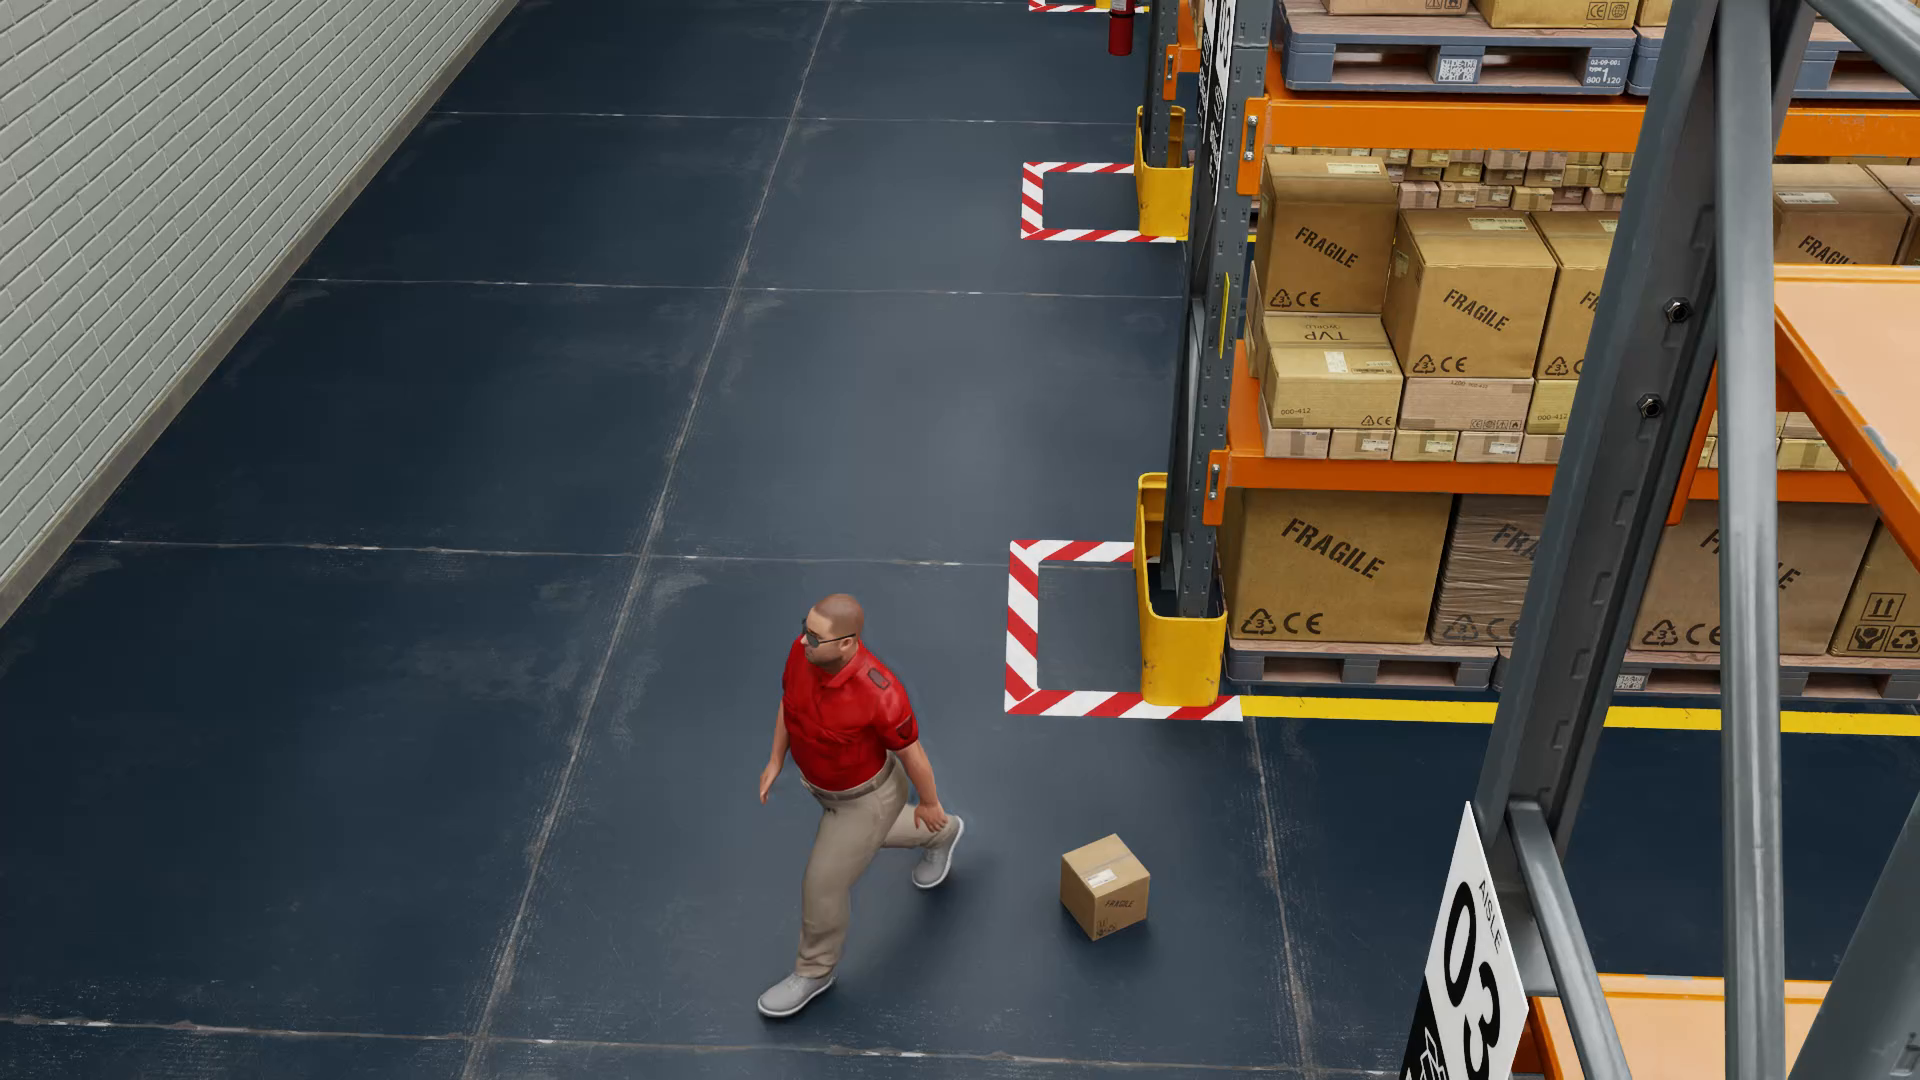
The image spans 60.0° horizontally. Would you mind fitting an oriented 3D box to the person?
[{"bbox_3d":[-0.369,0.845,5.969,1.095,1.663,0.580,-24,42,-29],"label":"person"}]
